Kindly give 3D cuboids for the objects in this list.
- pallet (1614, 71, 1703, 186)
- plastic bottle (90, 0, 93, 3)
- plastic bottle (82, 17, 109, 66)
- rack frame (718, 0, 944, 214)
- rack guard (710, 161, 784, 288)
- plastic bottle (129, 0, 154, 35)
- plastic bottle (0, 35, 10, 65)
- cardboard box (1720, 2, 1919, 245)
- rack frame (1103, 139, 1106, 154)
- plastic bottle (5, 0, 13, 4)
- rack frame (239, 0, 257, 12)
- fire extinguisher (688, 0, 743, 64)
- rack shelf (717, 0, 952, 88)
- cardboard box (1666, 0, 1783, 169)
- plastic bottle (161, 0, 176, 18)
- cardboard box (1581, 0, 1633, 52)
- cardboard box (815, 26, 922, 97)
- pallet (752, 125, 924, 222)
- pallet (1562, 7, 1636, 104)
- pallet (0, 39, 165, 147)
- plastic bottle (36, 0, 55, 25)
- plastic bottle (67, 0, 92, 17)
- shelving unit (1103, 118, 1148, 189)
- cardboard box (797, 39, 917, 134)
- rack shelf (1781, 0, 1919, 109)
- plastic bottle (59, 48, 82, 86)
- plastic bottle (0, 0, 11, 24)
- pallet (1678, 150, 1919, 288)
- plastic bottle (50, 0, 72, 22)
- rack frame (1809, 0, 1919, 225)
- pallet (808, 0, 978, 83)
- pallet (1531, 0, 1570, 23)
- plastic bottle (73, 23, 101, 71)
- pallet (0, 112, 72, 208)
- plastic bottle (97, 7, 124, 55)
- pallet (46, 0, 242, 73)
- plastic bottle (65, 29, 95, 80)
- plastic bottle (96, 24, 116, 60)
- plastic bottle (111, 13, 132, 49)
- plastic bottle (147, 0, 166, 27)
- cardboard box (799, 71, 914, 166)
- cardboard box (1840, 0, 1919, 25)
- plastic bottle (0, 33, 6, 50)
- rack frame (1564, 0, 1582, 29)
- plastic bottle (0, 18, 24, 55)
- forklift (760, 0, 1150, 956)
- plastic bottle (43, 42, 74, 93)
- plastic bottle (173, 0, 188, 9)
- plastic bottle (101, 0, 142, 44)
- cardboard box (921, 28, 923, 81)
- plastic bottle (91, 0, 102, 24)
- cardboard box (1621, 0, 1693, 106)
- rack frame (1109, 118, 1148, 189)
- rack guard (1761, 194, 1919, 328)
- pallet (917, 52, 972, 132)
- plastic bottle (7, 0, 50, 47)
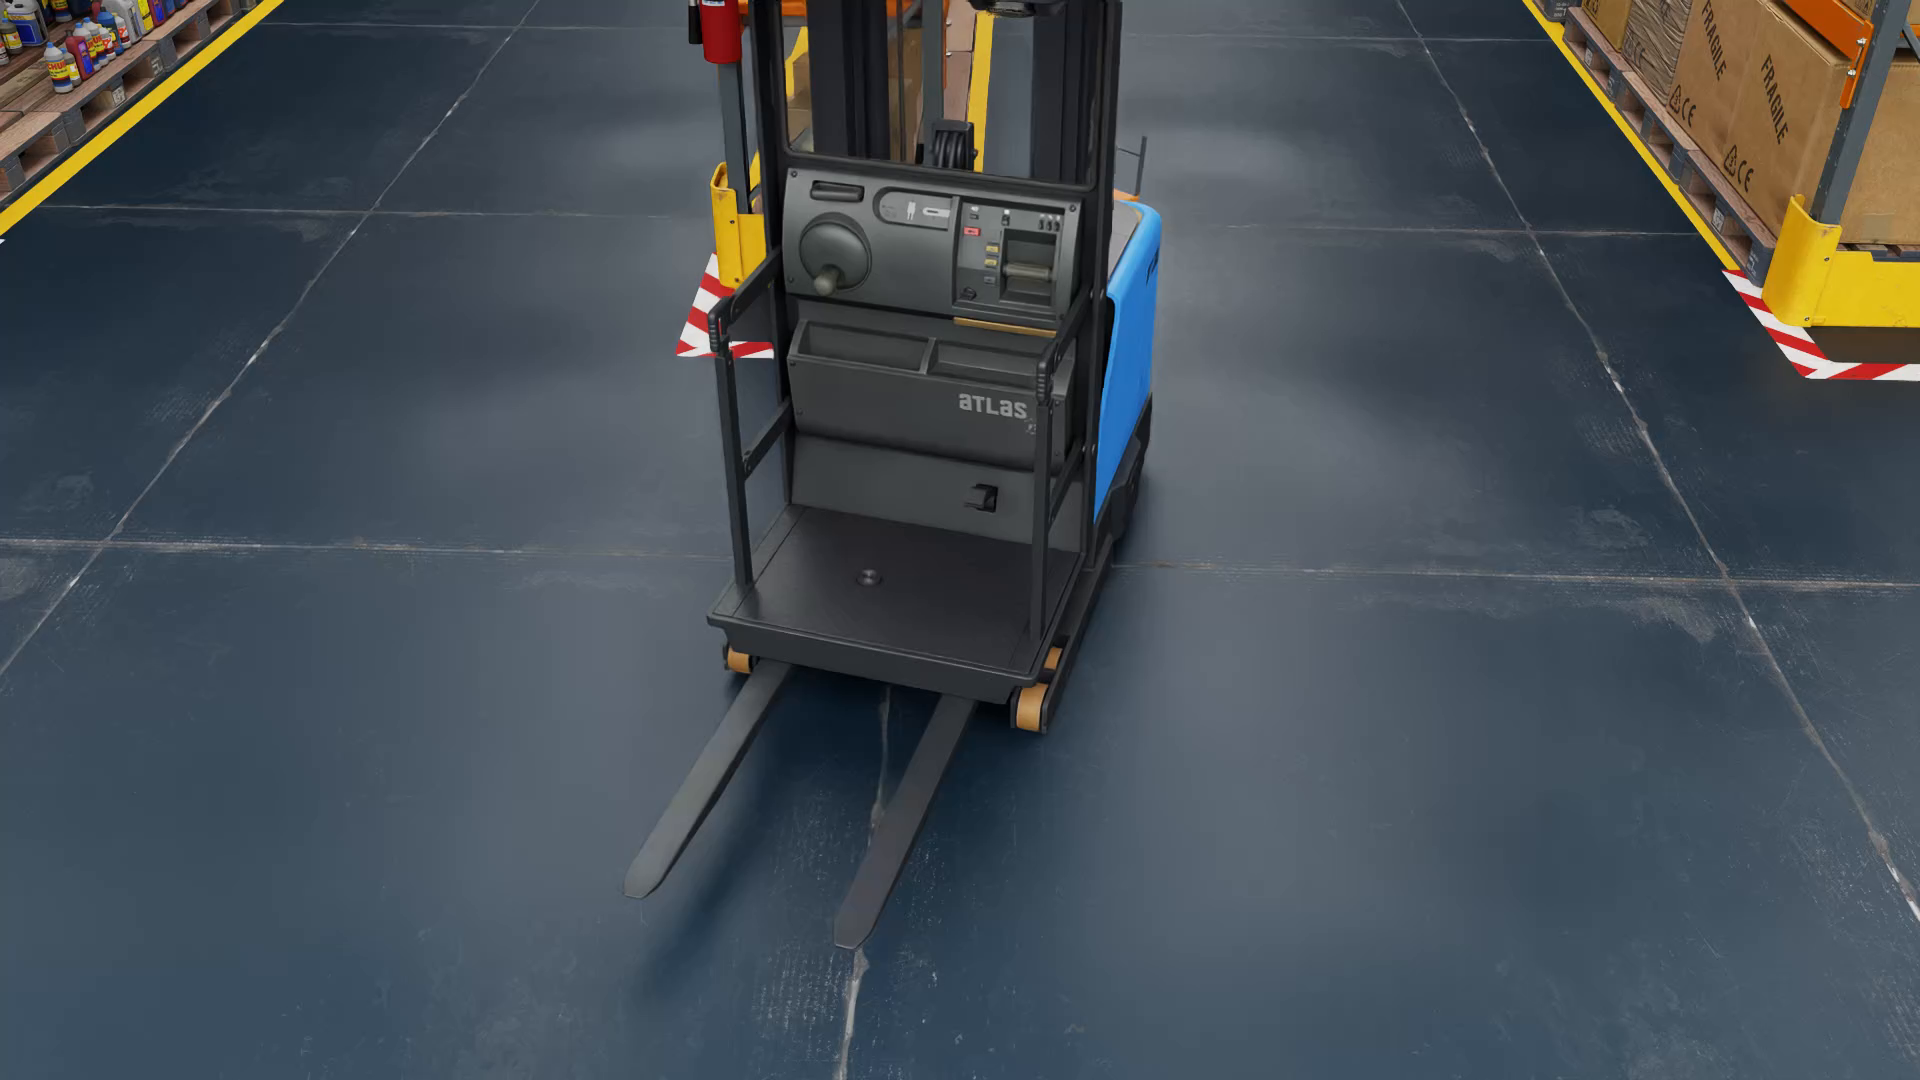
[{"bbox_3d":[4.382,-2.329,9.380,1.003,0.211,1.213,1,35,2],"label":"pallet"},{"bbox_3d":[-5.694,-3.602,10.746,0.061,0.283,0.133,1,35,2],"label":"plastic bottle"},{"bbox_3d":[-5.122,-2.949,9.827,0.097,0.271,0.097,0,35,0],"label":"plastic bottle"},{"bbox_3d":[-0.575,-2.482,7.173,1.000,3.000,0.127,1,35,2],"label":"rack frame"},{"bbox_3d":[-0.572,-1.503,7.954,1.175,0.500,0.348,1,35,2],"label":"rack guard"},{"bbox_3d":[-5.122,-3.318,10.284,0.144,0.351,0.185,1,35,2],"label":"plastic bottle"},{"bbox_3d":[-5.720,-2.928,9.859,0.097,0.201,0.097,0,35,0],"label":"plastic bottle"},{"bbox_3d":[4.338,-2.003,7.974,0.875,0.875,0.875,2,35,2],"label":"cardboard box"},{"bbox_3d":[0.429,-1.074,6.700,0.006,1.200,0.240,-7,35,-23],"label":"rack frame"},{"bbox_3d":[-5.866,-3.306,10.326,0.061,0.283,0.133,3,35,4],"label":"plastic bottle"},{"bbox_3d":[-5.364,-4.894,10.605,1.000,3.000,0.127,1,35,2],"label":"rack frame"},{"bbox_3d":[-1.040,-2.395,7.116,0.296,0.674,0.183,1,35,2],"label":"fire extinguisher"},{"bbox_3d":[-0.495,-3.337,9.014,1.077,0.370,4.000,1,35,2],"label":"rack shelf"},{"bbox_3d":[4.371,-2.508,8.693,0.875,0.875,0.875,1,35,1],"label":"cardboard box"},{"bbox_3d":[-5.109,-3.504,10.548,0.144,0.351,0.185,0,35,0],"label":"plastic bottle"},{"bbox_3d":[4.442,-3.550,10.175,0.875,0.875,0.875,2,35,3],"label":"cardboard box"},{"bbox_3d":[-0.500,-2.693,9.282,0.500,0.500,0.500,4,35,6],"label":"cardboard box"},{"bbox_3d":[-0.504,-1.851,8.700,1.003,0.211,1.213,1,35,2],"label":"pallet"},{"bbox_3d":[4.429,-3.031,10.380,1.003,0.211,1.213,1,35,2],"label":"pallet"},{"bbox_3d":[-5.478,-2.666,9.860,1.003,0.211,1.213,1,35,2],"label":"pallet"},{"bbox_3d":[-5.818,-3.428,10.440,0.144,0.351,0.185,0,35,0],"label":"plastic bottle"},{"bbox_3d":[-5.667,-3.533,10.590,0.144,0.351,0.185,1,35,2],"label":"plastic bottle"},{"bbox_3d":[0.513,-1.084,6.735,0.189,1.200,0.258,-7,35,-23],"label":"shelving unit"},{"bbox_3d":[-0.544,-2.334,8.770,0.500,0.500,0.500,10,36,14],"label":"cardboard box"},{"bbox_3d":[4.457,-3.164,8.769,1.077,0.370,4.000,1,35,2],"label":"rack shelf"},{"bbox_3d":[-5.136,-2.725,9.570,0.097,0.201,0.097,0,35,0],"label":"plastic bottle"},{"bbox_3d":[-5.835,-3.184,10.093,0.144,0.351,0.185,1,35,2],"label":"plastic bottle"},{"bbox_3d":[4.331,-1.629,8.385,1.003,0.211,1.213,1,35,2],"label":"pallet"},{"bbox_3d":[-5.696,-3.418,10.495,0.097,0.271,0.097,0,35,0],"label":"plastic bottle"},{"bbox_3d":[4.377,-2.309,6.927,1.000,3.000,0.127,1,35,2],"label":"rack frame"},{"bbox_3d":[-0.406,-3.252,10.694,1.003,0.211,1.213,1,35,2],"label":"pallet"},{"bbox_3d":[4.493,-3.912,11.632,1.003,0.211,1.213,1,35,2],"label":"pallet"},{"bbox_3d":[-5.126,-2.891,9.746,0.097,0.271,0.097,0,35,0],"label":"plastic bottle"},{"bbox_3d":[-5.530,-1.967,8.865,1.003,0.211,1.213,1,35,2],"label":"pallet"},{"bbox_3d":[-5.114,-3.065,9.993,0.097,0.271,0.097,0,35,0],"label":"plastic bottle"},{"bbox_3d":[-5.432,-3.369,10.860,1.003,0.211,1.213,1,35,2],"label":"pallet"},{"bbox_3d":[-5.113,-2.829,9.646,0.061,0.283,0.133,2,35,3],"label":"plastic bottle"},{"bbox_3d":[-5.118,-2.977,9.928,0.097,0.201,0.097,0,35,0],"label":"plastic bottle"},{"bbox_3d":[-5.110,-3.095,10.096,0.097,0.201,0.097,0,35,0],"label":"plastic bottle"},{"bbox_3d":[-5.074,-3.382,10.433,0.061,0.283,0.133,4,35,5],"label":"plastic bottle"},{"bbox_3d":[-0.533,-1.989,8.281,0.500,0.500,0.500,8,36,11],"label":"cardboard box"},{"bbox_3d":[4.346,-2.585,7.189,0.875,0.550,0.550,1,35,2],"label":"cardboard box"},{"bbox_3d":[-5.843,-3.077,9.940,0.144,0.351,0.185,3,35,4],"label":"plastic bottle"},{"bbox_3d":[4.537,-4.607,10.197,1.000,3.000,0.127,1,35,2],"label":"rack frame"},{"bbox_3d":[-5.720,-3.038,10.015,0.097,0.201,0.097,0,35,0],"label":"plastic bottle"},{"bbox_3d":[-0.032,-0.822,4.871,1.130,2.935,3.031,3,35,4],"label":"forklift"},{"bbox_3d":[-5.140,-2.694,9.465,0.097,0.271,0.097,0,35,0],"label":"plastic bottle"},{"bbox_3d":[-5.101,-3.614,10.705,0.144,0.351,0.185,0,35,1],"label":"plastic bottle"},{"bbox_3d":[-5.133,-3.194,10.172,0.152,0.276,0.135,2,35,3],"label":"plastic bottle"},{"bbox_3d":[-0.432,-3.012,9.736,0.500,0.500,0.500,-2,35,-2],"label":"cardboard box"},{"bbox_3d":[-5.239,-3.199,10.173,0.061,0.283,0.133,1,35,2],"label":"plastic bottle"},{"bbox_3d":[4.410,-3.032,9.438,0.875,0.875,0.875,2,35,2],"label":"cardboard box"},{"bbox_3d":[0.597,-1.094,6.771,0.006,1.200,0.240,-7,35,-23],"label":"rack frame"},{"bbox_3d":[4.376,-1.273,7.626,1.175,0.500,0.348,1,35,2],"label":"rack guard"},{"bbox_3d":[-0.452,-2.550,9.694,1.003,0.211,1.213,1,35,2],"label":"pallet"},{"bbox_3d":[-5.686,-3.164,10.130,0.152,0.276,0.135,1,35,2],"label":"plastic bottle"}]
